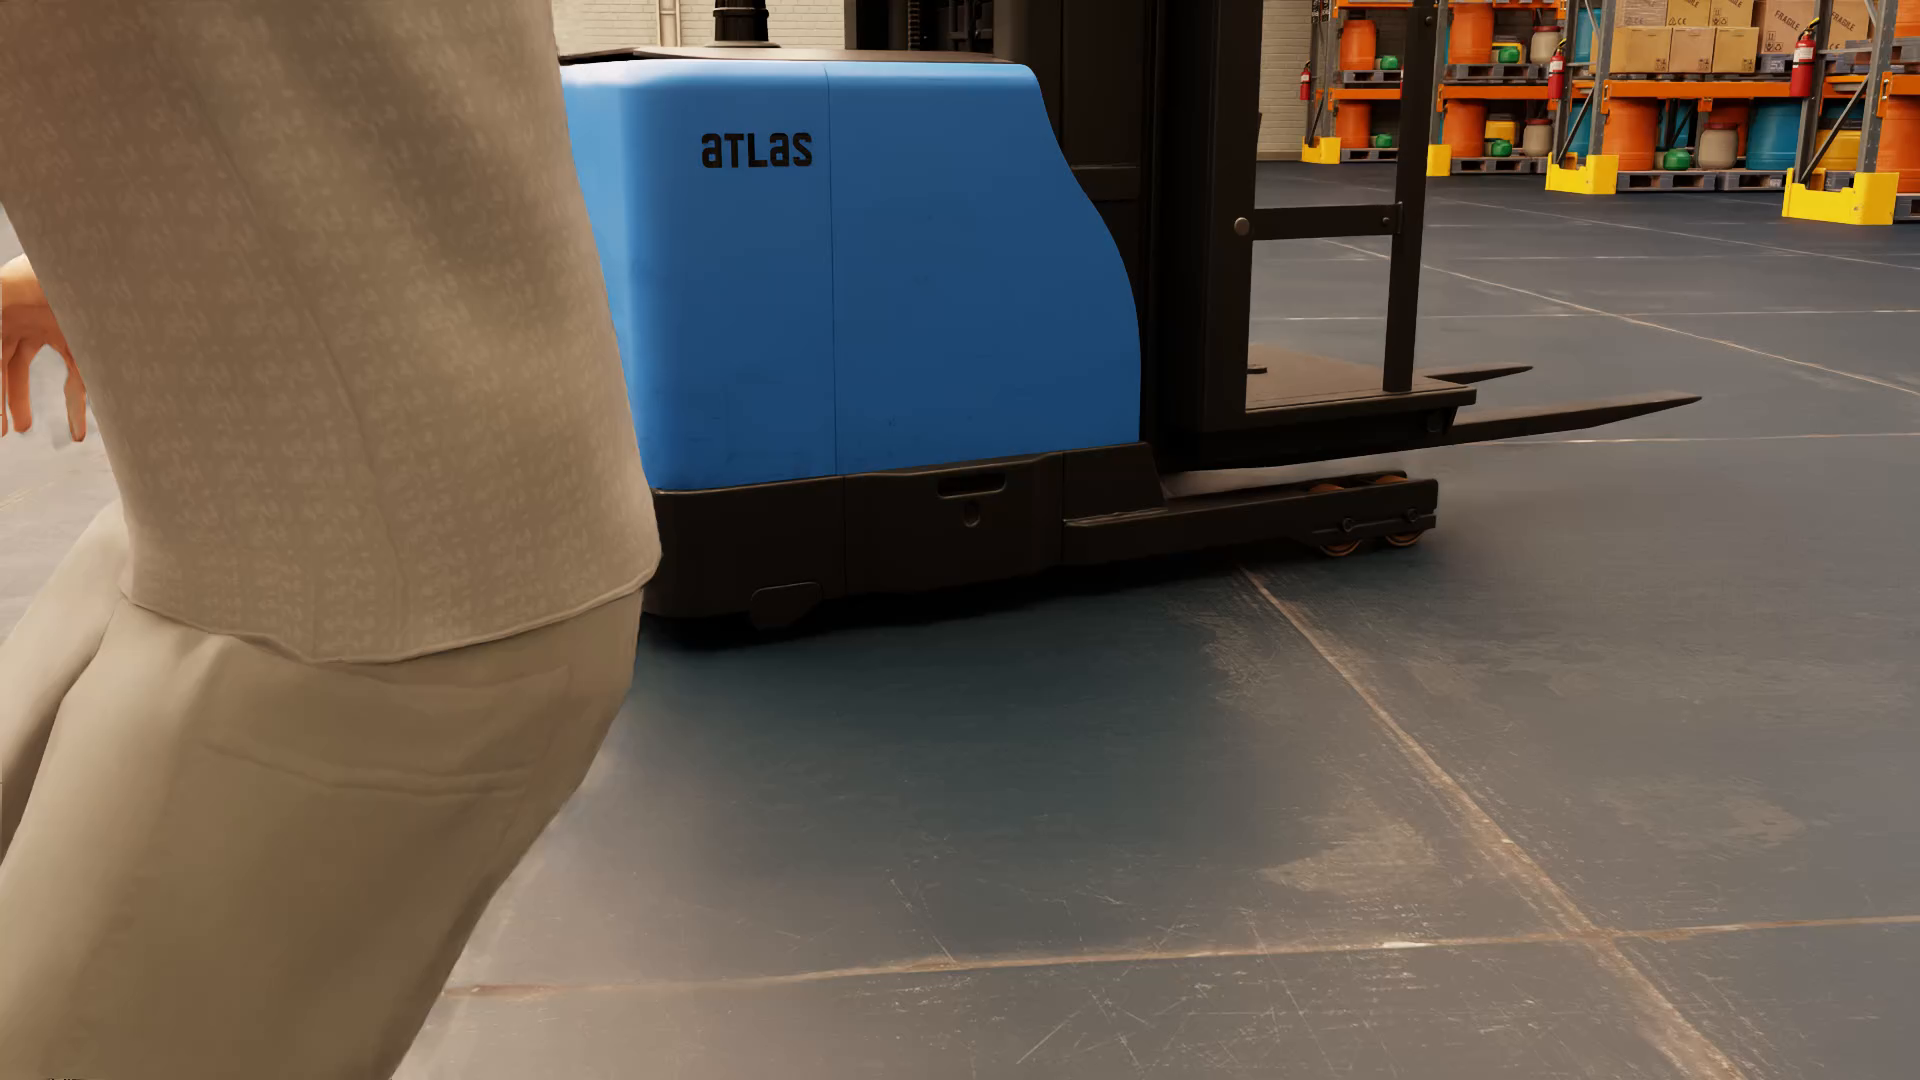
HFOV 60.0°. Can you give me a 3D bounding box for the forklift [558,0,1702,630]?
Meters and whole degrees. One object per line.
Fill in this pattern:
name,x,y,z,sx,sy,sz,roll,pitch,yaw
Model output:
forklift,0.538,-1.490,3.837,3.031,2.935,1.130,-8,17,-27
